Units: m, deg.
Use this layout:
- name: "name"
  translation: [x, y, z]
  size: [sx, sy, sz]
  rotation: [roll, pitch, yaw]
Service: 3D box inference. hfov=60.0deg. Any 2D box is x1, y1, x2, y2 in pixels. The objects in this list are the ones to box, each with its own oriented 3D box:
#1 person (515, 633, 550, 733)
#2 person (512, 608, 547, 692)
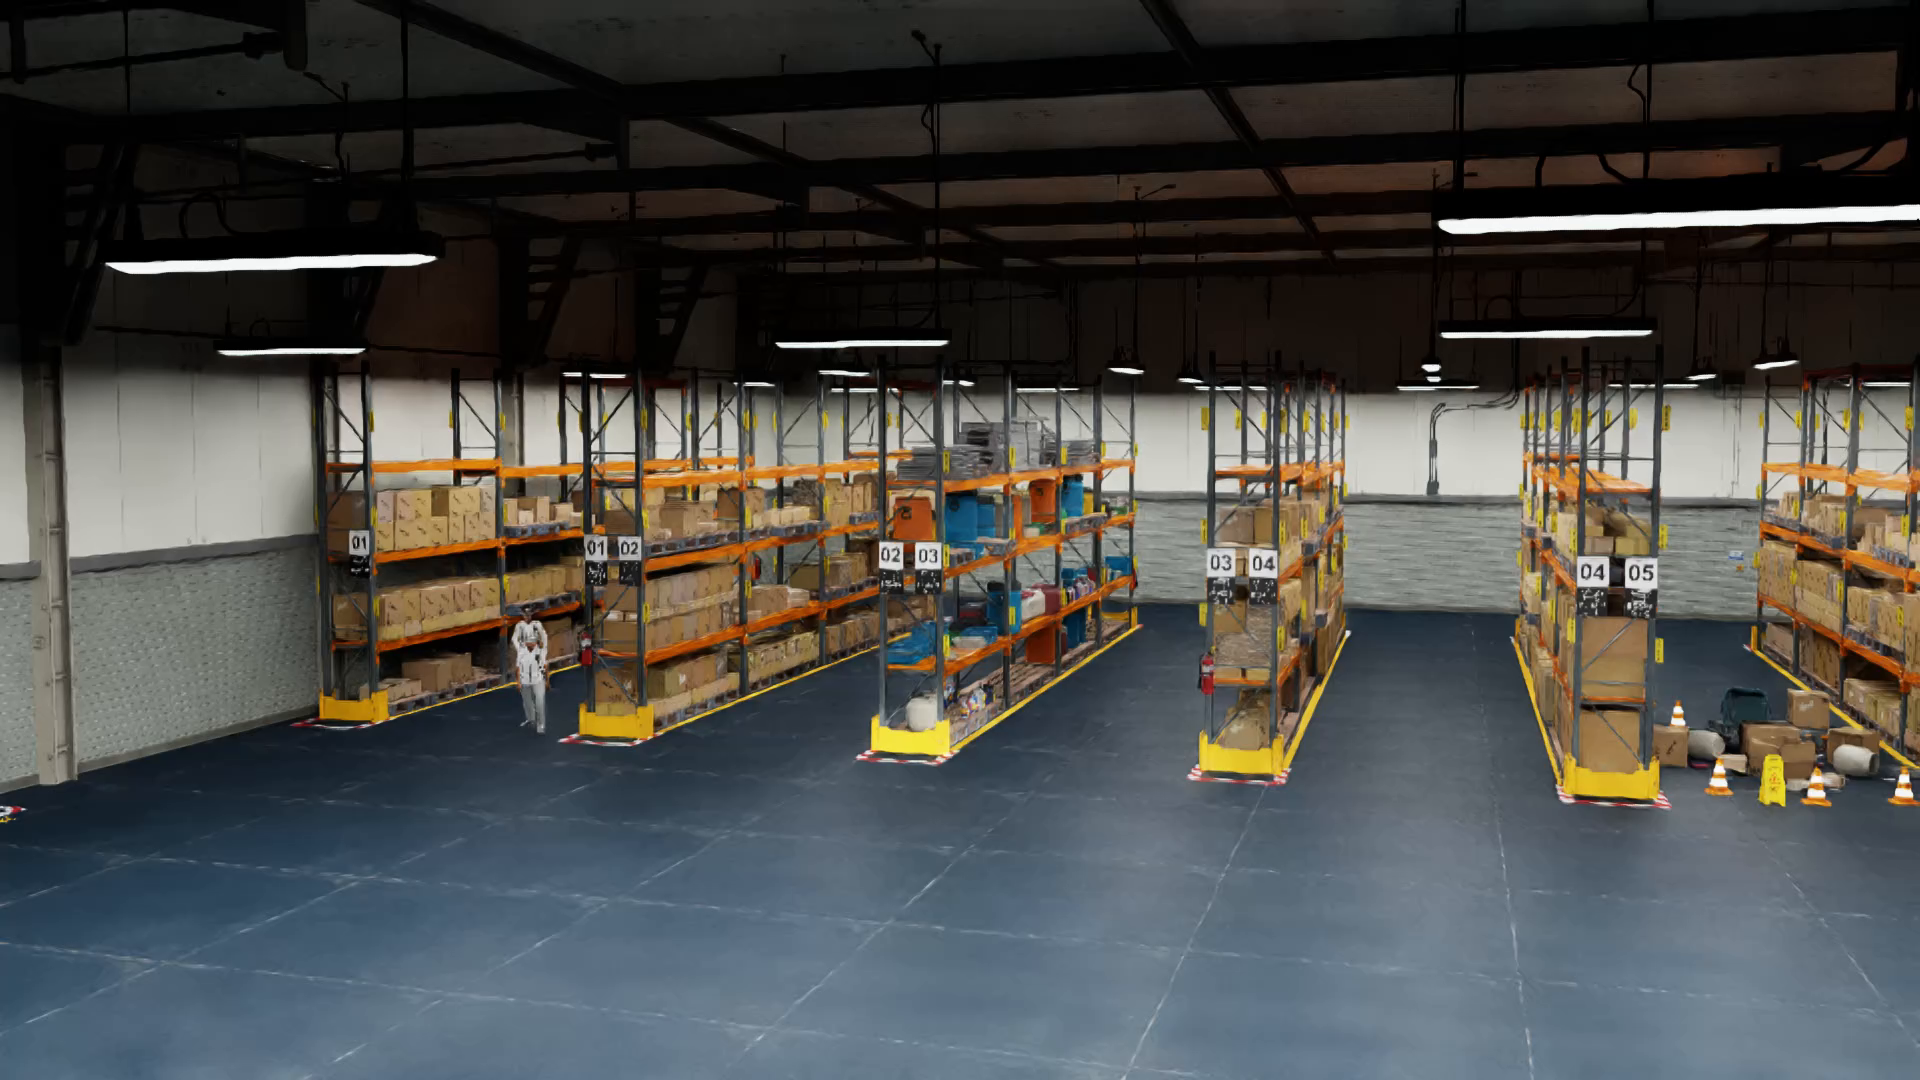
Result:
- name: "person"
  translation: [-6.897, 2.288, 26.815]
  size: [0.518, 1.601, 0.942]
  rotation: [0, 4, -4]
- name: "person"
  translation: [-7.851, 2.018, 30.437]
  size: [0.642, 1.608, 0.786]
  rotation: [0, 4, -3]
